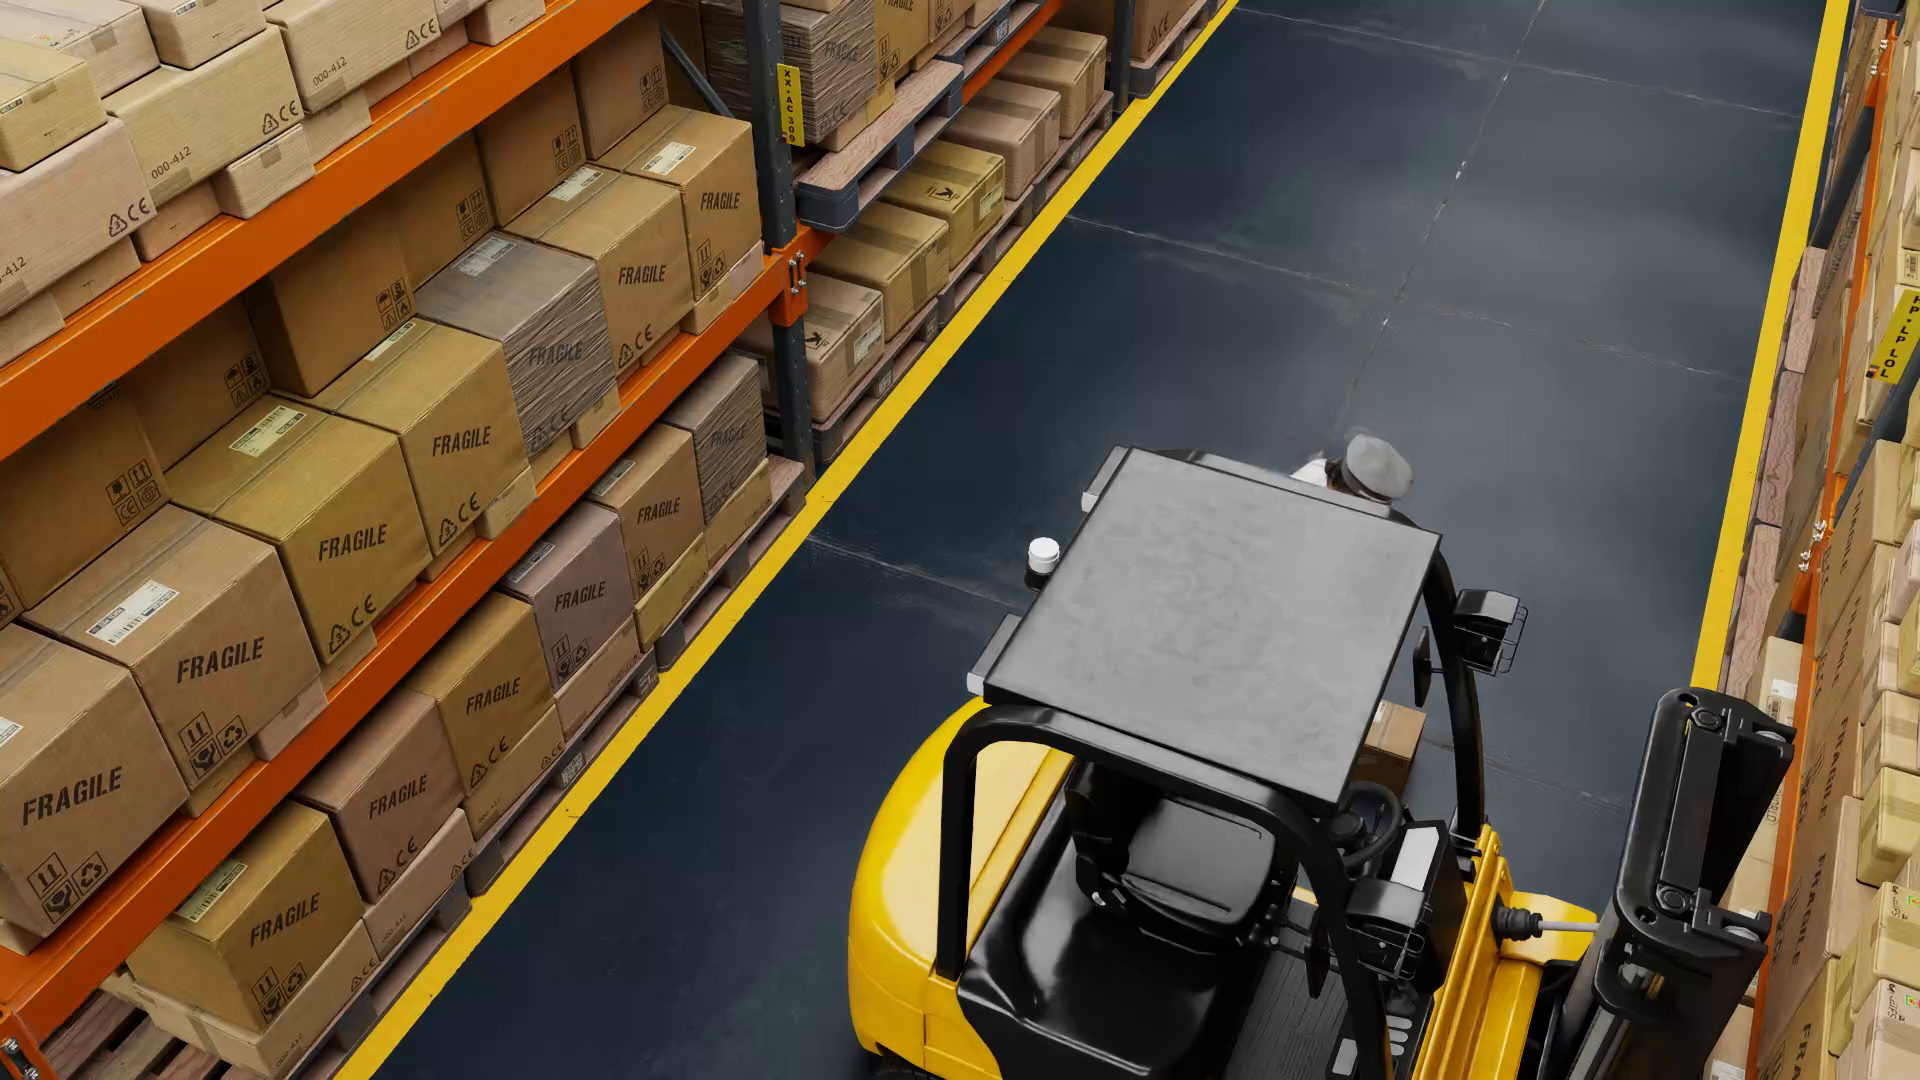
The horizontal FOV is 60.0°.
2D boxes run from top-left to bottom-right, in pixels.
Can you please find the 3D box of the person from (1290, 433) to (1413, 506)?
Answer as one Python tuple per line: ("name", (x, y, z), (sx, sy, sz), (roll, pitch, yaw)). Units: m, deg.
("person", (1.222, 0.203, 6.083), (0.634, 1.479, 0.531), (18, 45, 19))
